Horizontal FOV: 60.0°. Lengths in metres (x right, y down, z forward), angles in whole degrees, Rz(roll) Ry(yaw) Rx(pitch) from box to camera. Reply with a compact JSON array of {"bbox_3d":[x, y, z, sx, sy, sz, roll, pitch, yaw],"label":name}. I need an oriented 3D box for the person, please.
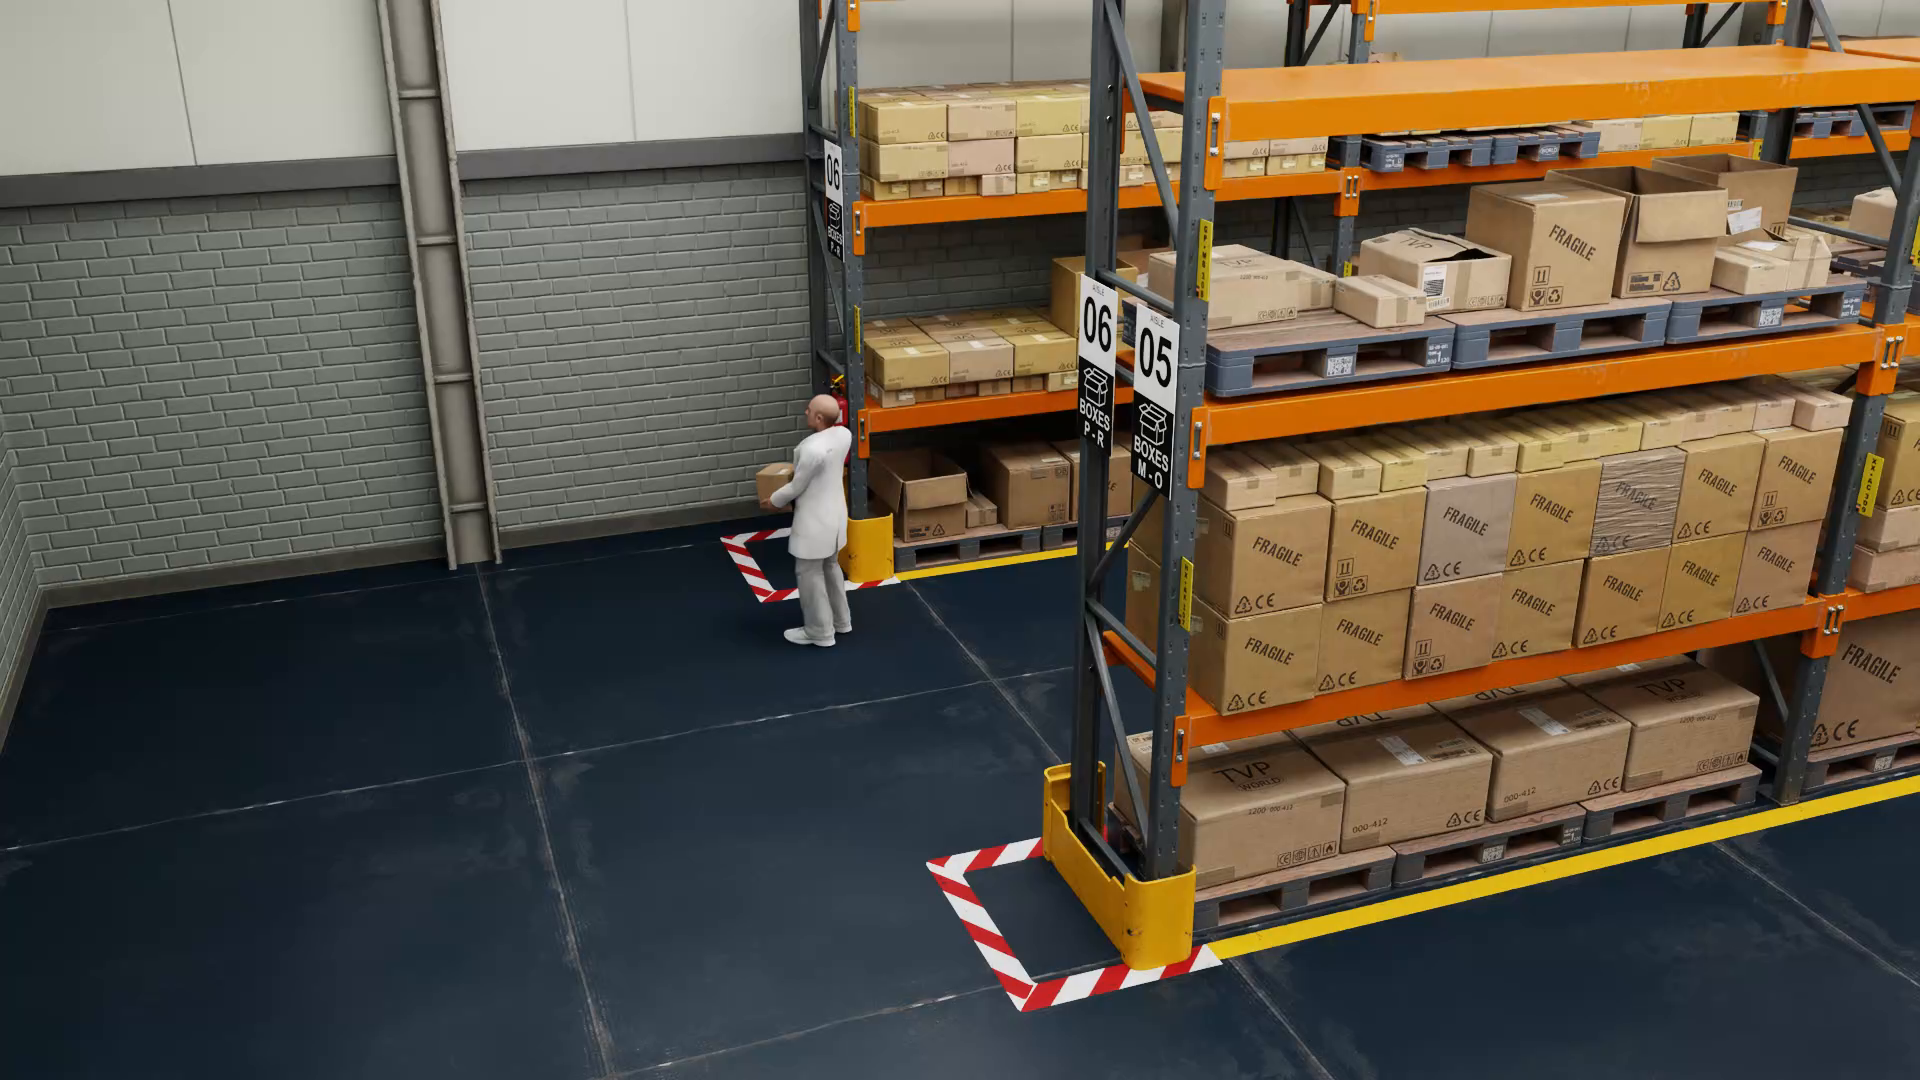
[{"bbox_3d":[-1.042,-0.162,11.277,0.563,1.769,0.531,10,24,22],"label":"person"}]
